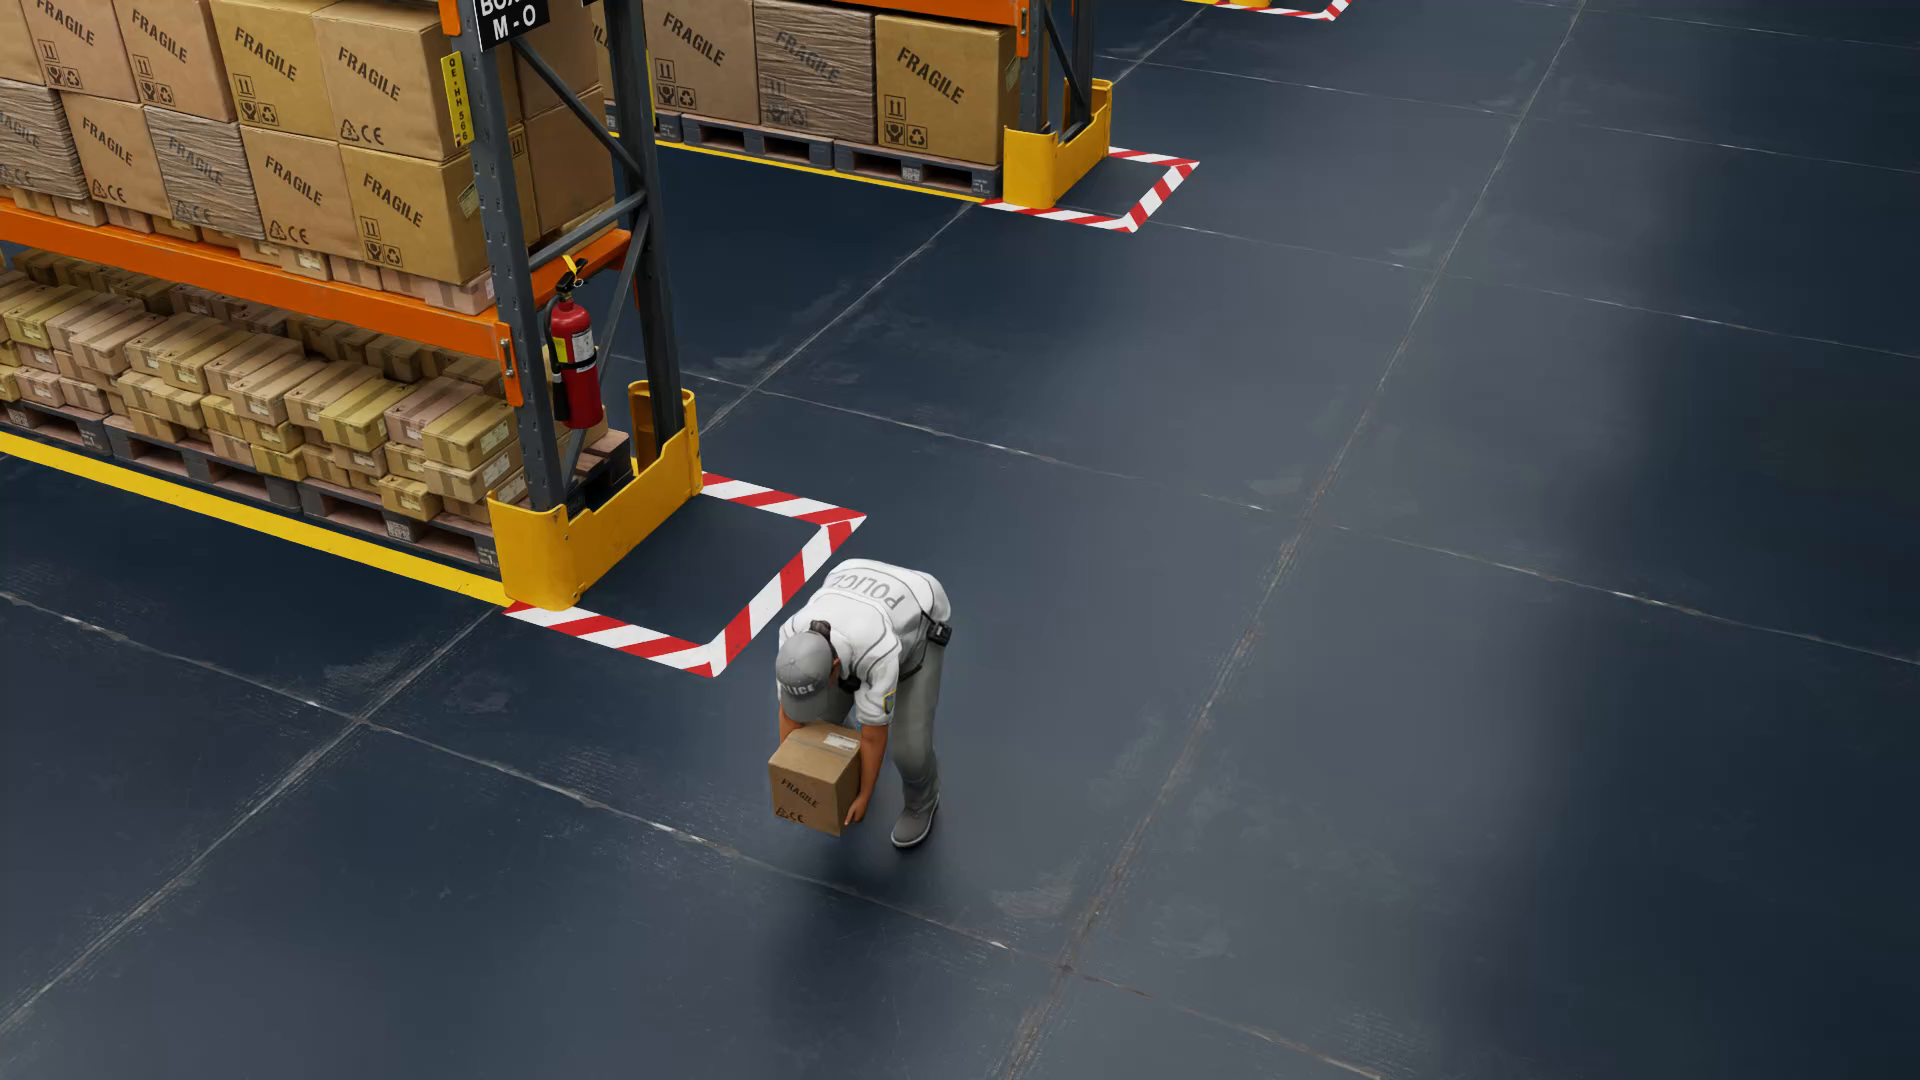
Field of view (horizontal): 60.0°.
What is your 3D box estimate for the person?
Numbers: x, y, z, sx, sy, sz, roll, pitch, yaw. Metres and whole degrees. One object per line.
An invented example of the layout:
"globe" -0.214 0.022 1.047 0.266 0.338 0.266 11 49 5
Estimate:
"person" -0.355 0.604 5.684 0.488 1.176 0.916 13 36 19
